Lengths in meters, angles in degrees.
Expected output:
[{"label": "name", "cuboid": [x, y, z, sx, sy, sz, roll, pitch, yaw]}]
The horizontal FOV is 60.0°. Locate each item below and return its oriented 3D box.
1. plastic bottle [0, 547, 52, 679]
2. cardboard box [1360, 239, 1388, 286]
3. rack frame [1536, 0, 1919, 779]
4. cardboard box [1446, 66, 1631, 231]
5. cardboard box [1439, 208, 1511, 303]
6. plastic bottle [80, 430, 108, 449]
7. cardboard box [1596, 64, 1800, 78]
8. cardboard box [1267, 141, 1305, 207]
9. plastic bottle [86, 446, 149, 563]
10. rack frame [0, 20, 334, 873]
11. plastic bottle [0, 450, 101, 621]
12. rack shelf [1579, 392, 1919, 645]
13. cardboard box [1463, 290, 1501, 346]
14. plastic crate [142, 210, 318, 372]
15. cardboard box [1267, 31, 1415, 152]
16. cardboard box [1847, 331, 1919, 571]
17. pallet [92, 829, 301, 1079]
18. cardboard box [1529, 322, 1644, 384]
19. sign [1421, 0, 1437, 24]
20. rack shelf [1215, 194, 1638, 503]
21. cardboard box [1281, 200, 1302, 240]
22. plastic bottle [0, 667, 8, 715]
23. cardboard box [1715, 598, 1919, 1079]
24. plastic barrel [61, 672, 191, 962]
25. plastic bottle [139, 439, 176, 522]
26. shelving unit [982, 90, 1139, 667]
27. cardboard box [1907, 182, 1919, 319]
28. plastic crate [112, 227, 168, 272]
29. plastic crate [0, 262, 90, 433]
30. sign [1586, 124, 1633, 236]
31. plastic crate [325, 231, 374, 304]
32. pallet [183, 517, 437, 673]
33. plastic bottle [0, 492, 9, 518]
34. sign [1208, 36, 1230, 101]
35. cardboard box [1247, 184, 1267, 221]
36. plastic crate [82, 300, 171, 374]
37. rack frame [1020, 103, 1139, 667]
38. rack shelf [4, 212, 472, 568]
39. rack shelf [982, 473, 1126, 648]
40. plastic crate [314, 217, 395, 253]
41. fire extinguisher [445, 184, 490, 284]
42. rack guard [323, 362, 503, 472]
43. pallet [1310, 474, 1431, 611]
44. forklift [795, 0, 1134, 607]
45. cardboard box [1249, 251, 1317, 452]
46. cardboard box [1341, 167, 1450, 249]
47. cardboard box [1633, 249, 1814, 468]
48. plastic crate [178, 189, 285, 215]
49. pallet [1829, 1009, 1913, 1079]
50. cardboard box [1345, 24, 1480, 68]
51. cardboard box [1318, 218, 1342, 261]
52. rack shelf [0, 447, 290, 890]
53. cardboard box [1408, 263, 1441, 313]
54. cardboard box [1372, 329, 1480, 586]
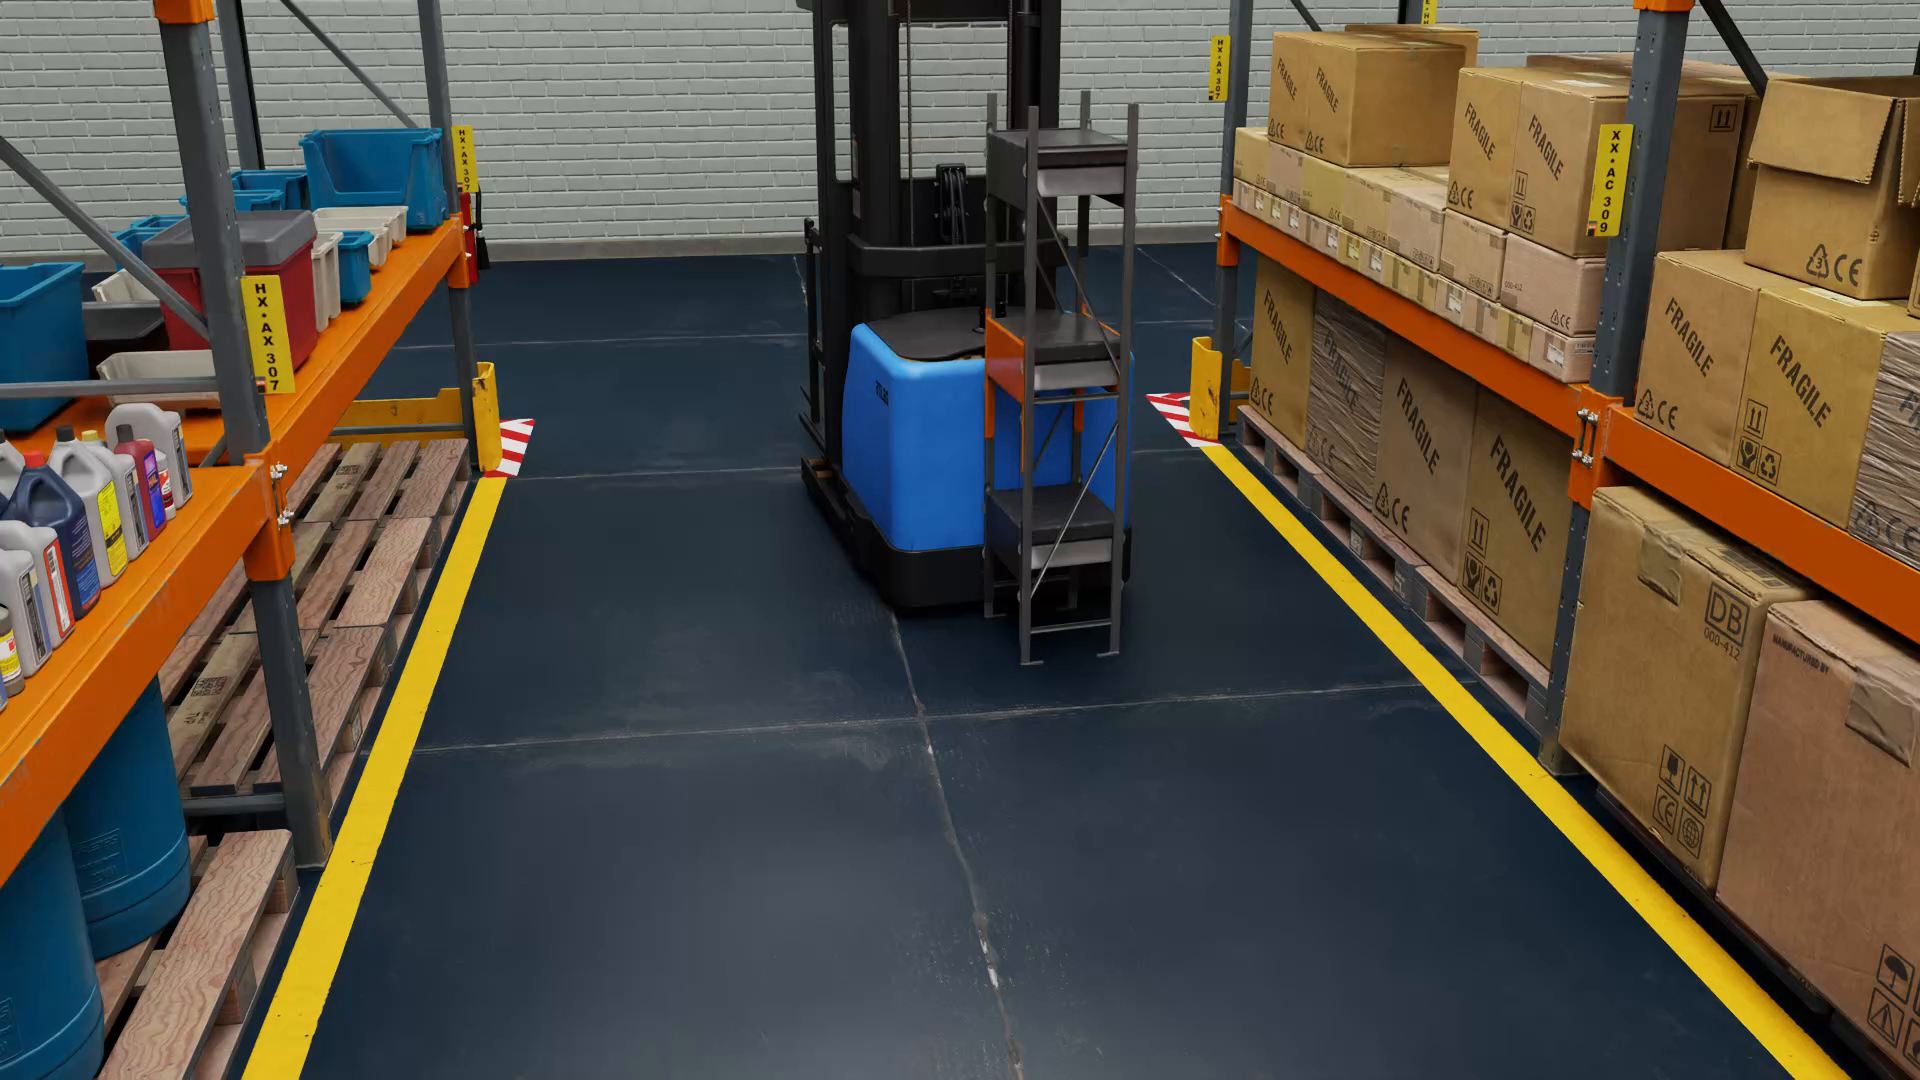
[{"label": "plastic bottle", "cuboid": [-1.905, 0.126, 3.270, 0.152, 0.276, 0.135, -3, 21, -8]}, {"label": "cardboard box", "cuboid": [1.885, -1.155, 6.880, 0.380, 0.149, 0.250, -3, 21, -7]}, {"label": "rack frame", "cuboid": [2.475, -0.650, 5.170, 1.000, 3.000, 0.127, -3, 21, -8]}, {"label": "cardboard box", "cuboid": [2.076, -1.390, 5.868, 0.500, 0.500, 0.500, -3, 21, -7]}, {"label": "cardboard box", "cuboid": [2.074, -1.038, 5.997, 0.500, 0.250, 0.500, -2, 21, -6]}, {"label": "plastic bottle", "cuboid": [-2.171, -0.174, 4.180, 0.097, 0.201, 0.097, 0, 20, 0]}, {"label": "cardboard box", "cuboid": [2.595, -1.420, 5.949, 0.500, 0.500, 0.500, -3, 21, -8]}, {"label": "cardboard box", "cuboid": [1.782, -1.745, 7.890, 0.500, 0.250, 0.500, -3, 21, -8]}, {"label": "plastic bottle", "cuboid": [-1.997, -0.096, 3.863, 0.152, 0.276, 0.135, -3, 21, -8]}, {"label": "rack frame", "cuboid": [-2.427, -0.400, 4.501, 1.000, 3.000, 0.127, -3, 21, -8]}, {"label": "plastic bottle", "cuboid": [-1.944, -0.012, 3.531, 0.144, 0.351, 0.185, -3, 21, -8]}, {"label": "rack shelf", "cuboid": [2.763, 0.379, 3.442, 1.077, 0.370, 4.000, -3, 21, -8]}, {"label": "cardboard box", "cuboid": [2.032, -0.800, 5.929, 0.380, 0.149, 0.250, -3, 21, -9]}, {"label": "plastic crate", "cuboid": [-2.307, -0.780, 5.341, 0.402, 0.464, 0.583, -3, 21, -8]}, {"label": "cardboard box", "cuboid": [1.772, -2.103, 7.776, 0.500, 0.500, 0.500, -3, 21, -9]}, {"label": "cardboard box", "cuboid": [2.439, -0.178, 3.762, 0.500, 0.500, 0.500, -3, 21, -9]}, {"label": "pallet", "cuboid": [-2.357, 1.175, 4.268, 1.003, 0.211, 1.213, -3, 21, -8]}, {"label": "cardboard box", "cuboid": [2.107, -0.622, 5.452, 0.380, 0.149, 0.250, -3, 21, -7]}, {"label": "sign", "cuboid": [2.437, -2.711, 8.694, 0.100, 0.325, 0.005, -3, 21, -8]}, {"label": "rack shelf", "cuboid": [2.186, -1.006, 7.150, 1.077, 0.370, 4.000, -3, 21, -8]}, {"label": "cardboard box", "cuboid": [1.737, -1.510, 7.832, 0.380, 0.149, 0.250, -3, 21, -9]}, {"label": "plastic bottle", "cuboid": [-1.872, 0.206, 3.055, 0.152, 0.276, 0.135, -3, 21, -8]}, {"label": "cardboard box", "cuboid": [2.716, 0.678, 4.050, 1.225, 0.875, 0.875, -4, 21, -10]}, {"label": "plastic barrel", "cuboid": [-2.365, 0.575, 4.288, 0.600, 0.901, 0.708, -3, 21, -8]}, {"label": "plastic bottle", "cuboid": [-2.006, -0.148, 4.110, 0.097, 0.201, 0.097, 0, 20, 0]}, {"label": "shelving unit", "cuboid": [0.360, -0.597, 6.314, 0.431, 2.100, 0.503, -6, 21, -15]}, {"label": "cardboard box", "cuboid": [2.662, -0.708, 3.748, 0.797, 0.503, 0.637, -3, 21, -7]}, {"label": "plastic crate", "cuboid": [-3.060, -1.073, 6.456, 0.416, 0.233, 0.300, -3, 21, -8]}, {"label": "plastic crate", "cuboid": [-2.831, -0.566, 4.880, 0.392, 0.384, 0.575, -3, 21, -8]}, {"label": "sign", "cuboid": [1.926, -1.064, 4.928, 0.100, 0.325, 0.005, -3, 21, -8]}, {"label": "plastic crate", "cuboid": [-2.453, -1.037, 6.359, 0.416, 0.233, 0.300, -3, 21, -8]}, {"label": "pallet", "cuboid": [-2.750, 0.230, 6.799, 1.003, 0.211, 1.213, -3, 21, -8]}, {"label": "plastic bottle", "cuboid": [-2.086, -0.004, 3.511, 0.144, 0.351, 0.185, -3, 21, -8]}, {"label": "sign", "cuboid": [1.348, -2.452, 8.643, 0.100, 0.325, 0.005, -3, 21, -8]}, {"label": "cardboard box", "cuboid": [1.661, -1.689, 8.311, 0.380, 0.149, 0.250, -3, 21, -9]}, {"label": "plastic crate", "cuboid": [-2.854, -0.674, 5.540, 0.437, 0.125, 0.590, -3, 21, -8]}, {"label": "rack frame", "cuboid": [0.427, -0.515, 6.094, 0.400, 2.100, 0.015, -6, 21, -15]}, {"label": "rack shelf", "cuboid": [-2.715, -0.756, 6.481, 1.077, 0.370, 4.000, -3, 21, -8]}, {"label": "rack shelf", "cuboid": [0.360, 0.071, 6.564, 0.431, 0.518, 0.480, -6, 21, -15]}, {"label": "plastic crate", "cuboid": [-2.679, -1.316, 7.243, 0.396, 0.136, 0.243, -3, 21, -8]}, {"label": "fire extinguisher", "cuboid": [-2.575, -1.650, 8.489, 0.296, 0.674, 0.183, -3, 21, -8]}, {"label": "rack guard", "cuboid": [-3.019, -0.622, 8.667, 1.175, 0.500, 0.348, -3, 21, -8]}, {"label": "pallet", "cuboid": [2.263, -0.034, 7.507, 1.003, 0.211, 1.213, -3, 21, -8]}, {"label": "forklift", "cuboid": [-0.169, -1.583, 7.764, 1.130, 2.935, 3.031, -6, 21, -15]}, {"label": "cardboard box", "cuboid": [2.069, -1.019, 8.594, 0.875, 0.875, 0.875, -3, 21, -8]}, {"label": "cardboard box", "cuboid": [1.931, -1.390, 6.941, 0.500, 0.250, 0.500, -3, 21, -9]}, {"label": "cardboard box", "cuboid": [2.294, -0.525, 4.692, 0.500, 0.500, 0.500, -3, 21, -8]}, {"label": "plastic crate", "cuboid": [-3.198, -1.405, 7.344, 0.416, 0.233, 0.300, -3, 21, -8]}, {"label": "pallet", "cuboid": [2.840, 1.343, 3.819, 1.003, 0.211, 1.213, -3, 21, -8]}, {"label": "cardboard box", "cuboid": [2.228, -2.300, 8.305, 0.500, 0.500, 0.500, -3, 21, -7]}, {"label": "cardboard box", "cuboid": [1.810, -1.333, 7.357, 0.380, 0.149, 0.250, -3, 21, -8]}, {"label": "rack shelf", "cuboid": [-2.138, 0.629, 2.773, 1.077, 0.370, 4.000, -3, 21, -8]}, {"label": "cardboard box", "cuboid": [1.958, -0.978, 6.406, 0.380, 0.149, 0.250, -3, 21, -7]}, {"label": "cardboard box", "cuboid": [2.329, -0.396, 6.925, 0.875, 0.875, 0.875, -3, 21, -8]}]
